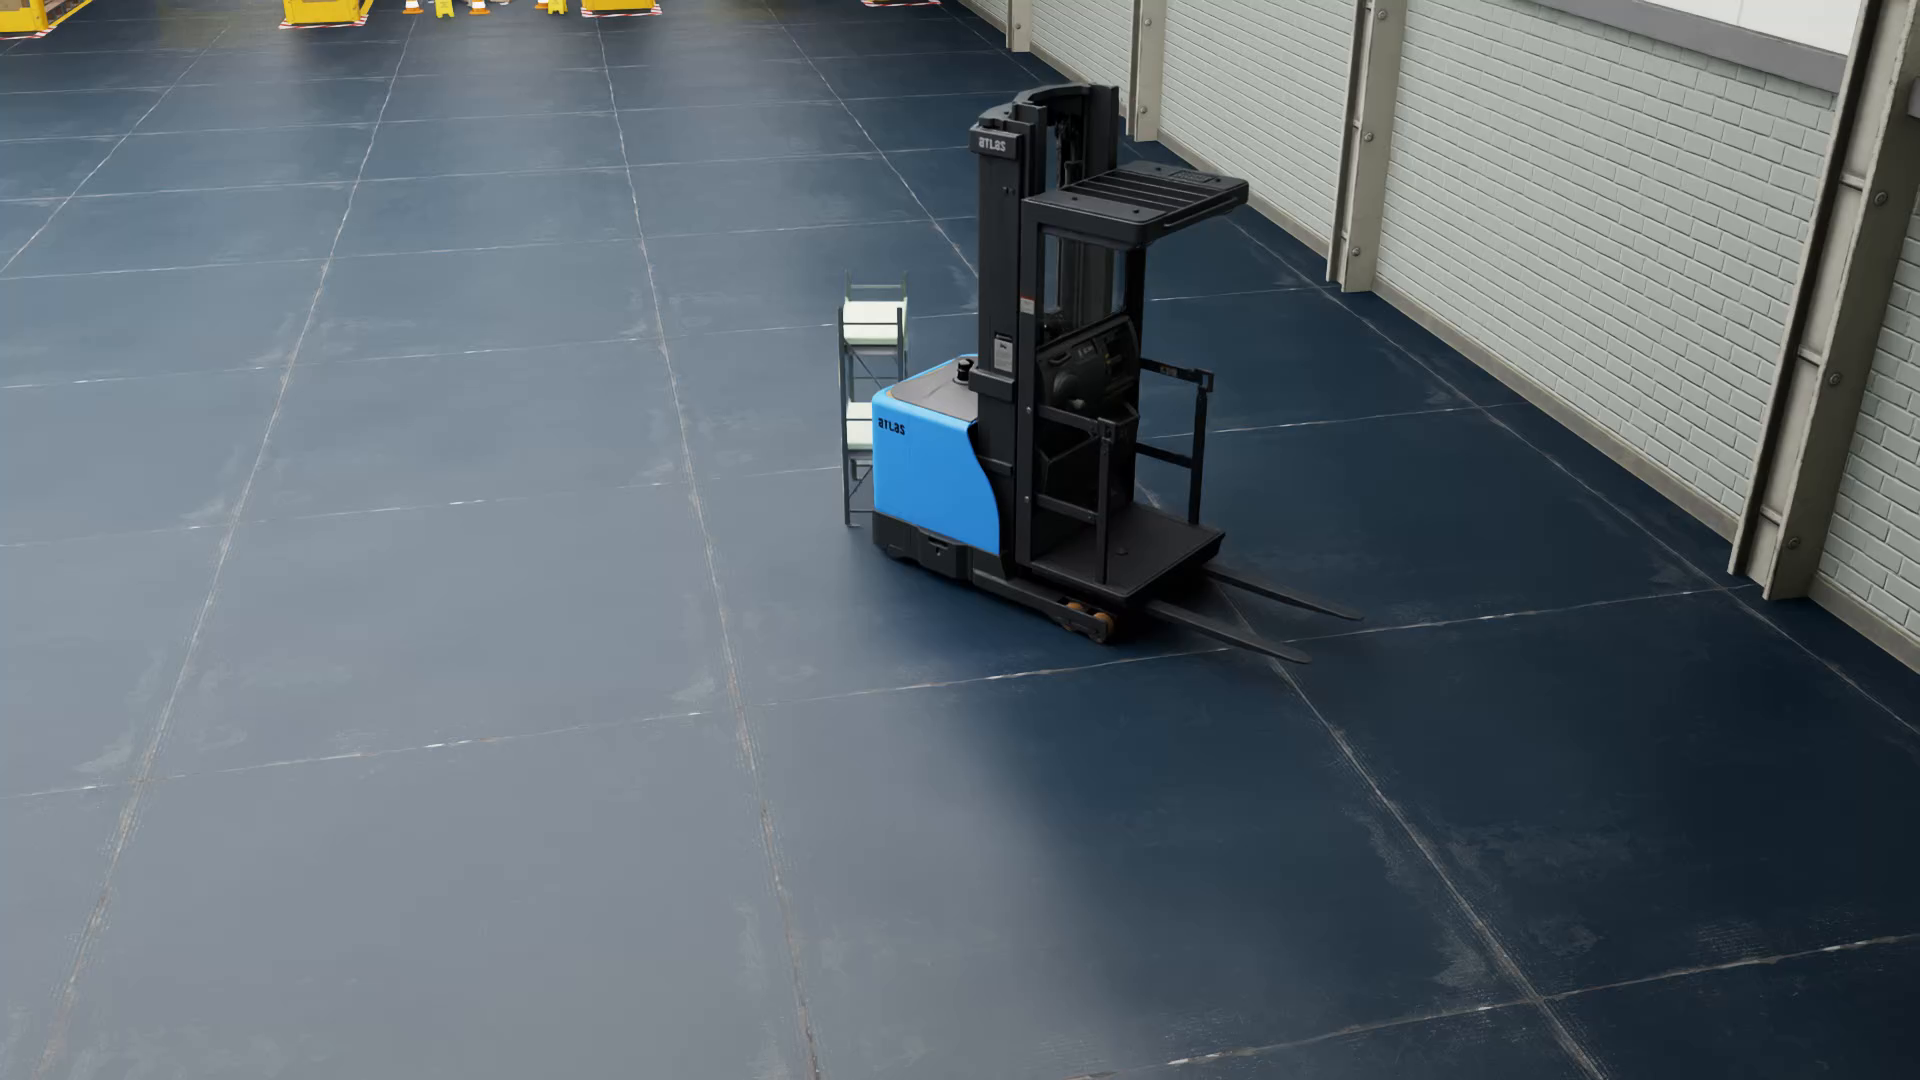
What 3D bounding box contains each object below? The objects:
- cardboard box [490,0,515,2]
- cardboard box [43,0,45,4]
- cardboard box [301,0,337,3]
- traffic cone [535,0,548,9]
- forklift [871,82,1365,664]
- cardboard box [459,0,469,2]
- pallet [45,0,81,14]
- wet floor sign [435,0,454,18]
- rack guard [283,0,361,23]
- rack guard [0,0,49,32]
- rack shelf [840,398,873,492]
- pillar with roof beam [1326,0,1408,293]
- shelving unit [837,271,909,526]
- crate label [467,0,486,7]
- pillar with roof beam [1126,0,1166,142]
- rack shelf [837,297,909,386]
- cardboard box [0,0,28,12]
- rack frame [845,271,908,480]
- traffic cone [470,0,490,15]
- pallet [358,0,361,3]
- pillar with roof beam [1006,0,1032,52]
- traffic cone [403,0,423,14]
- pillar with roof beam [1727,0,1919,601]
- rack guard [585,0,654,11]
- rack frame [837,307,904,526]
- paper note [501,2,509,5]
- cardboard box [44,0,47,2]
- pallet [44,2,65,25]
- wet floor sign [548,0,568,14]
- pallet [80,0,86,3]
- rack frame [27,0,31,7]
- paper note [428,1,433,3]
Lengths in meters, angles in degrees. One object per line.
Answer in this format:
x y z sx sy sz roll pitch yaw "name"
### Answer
-8.255 -9.806 30.013 0.380 0.149 0.250 8 28 15 "cardboard box"
-15.939 -9.309 28.172 0.500 0.500 0.500 1 27 2 "cardboard box"
-11.009 -9.691 28.514 0.875 0.875 0.875 -6 27 -11 "cardboard box"
-7.346 -9.634 29.323 0.336 0.463 0.334 -6 27 -12 "traffic cone"
0.906 -0.991 9.461 3.031 2.935 1.130 20 33 34 "forklift"
-8.854 -10.108 30.218 0.637 0.503 0.797 19 32 32 "cardboard box"
-16.084 -9.385 29.111 1.003 0.211 1.213 -6 27 -12 "pallet"
-8.856 -9.299 28.457 0.267 0.644 0.232 -11 29 -20 "wet floor sign"
-10.786 -9.035 28.096 1.175 0.500 0.348 -6 27 -12 "rack guard"
-15.664 -8.620 27.273 1.175 0.500 0.348 -6 27 -12 "rack guard"
-0.555 -0.637 11.071 0.431 0.370 0.720 0 27 0 "rack shelf"
-0.573 -5.950 12.552 9.100 9.000 0.400 -6 27 -12 "pillar with roof beam"
-0.555 -0.928 10.925 0.431 1.500 0.755 0 27 0 "shelving unit"
-8.588 -9.565 29.549 0.250 0.136 0.298 -23 35 -38 "crate label"
-1.925 -8.584 17.771 9.100 9.000 0.400 -6 27 -12 "pillar with roof beam"
-0.555 -1.277 10.749 0.431 0.370 0.720 0 27 0 "rack shelf"
-15.771 -9.050 27.659 0.500 0.500 0.500 -1 27 -2 "cardboard box"
-0.554 -1.093 11.251 0.400 1.500 0.023 0 27 0 "rack frame"
-8.350 -9.372 28.804 0.336 0.463 0.334 -6 27 -12 "traffic cone"
-11.320 -9.794 29.920 1.003 0.211 1.213 -6 27 -12 "pallet"
-3.278 -11.218 22.989 9.100 9.000 0.400 -6 27 -12 "pillar with roof beam"
-9.528 -9.406 28.873 0.336 0.463 0.334 -6 27 -12 "traffic cone"
0.779 -3.316 7.334 9.100 9.000 0.400 -6 27 -12 "pillar with roof beam"
-6.009 -9.626 29.267 1.175 0.500 0.348 -6 27 -12 "rack guard"
-0.556 -0.763 10.598 0.400 1.500 0.023 0 27 0 "rack frame"
-8.144 -9.596 29.728 0.148 0.019 0.142 -16 31 -29 "paper note"
-16.062 -9.585 28.720 0.500 0.500 0.500 -3 27 -7 "cardboard box"
-15.813 -8.851 28.052 1.003 0.211 1.213 -6 27 -12 "pallet"
-6.992 -9.465 28.787 0.267 0.644 0.232 3 27 6 "wet floor sign"
-16.363 -9.922 30.174 1.003 0.211 1.213 -6 27 -12 "pallet"
-15.647 -9.702 26.643 1.000 3.000 0.127 -6 27 -12 "rack frame"
-9.482 -9.678 29.892 0.144 0.017 0.142 3 27 6 "paper note"
